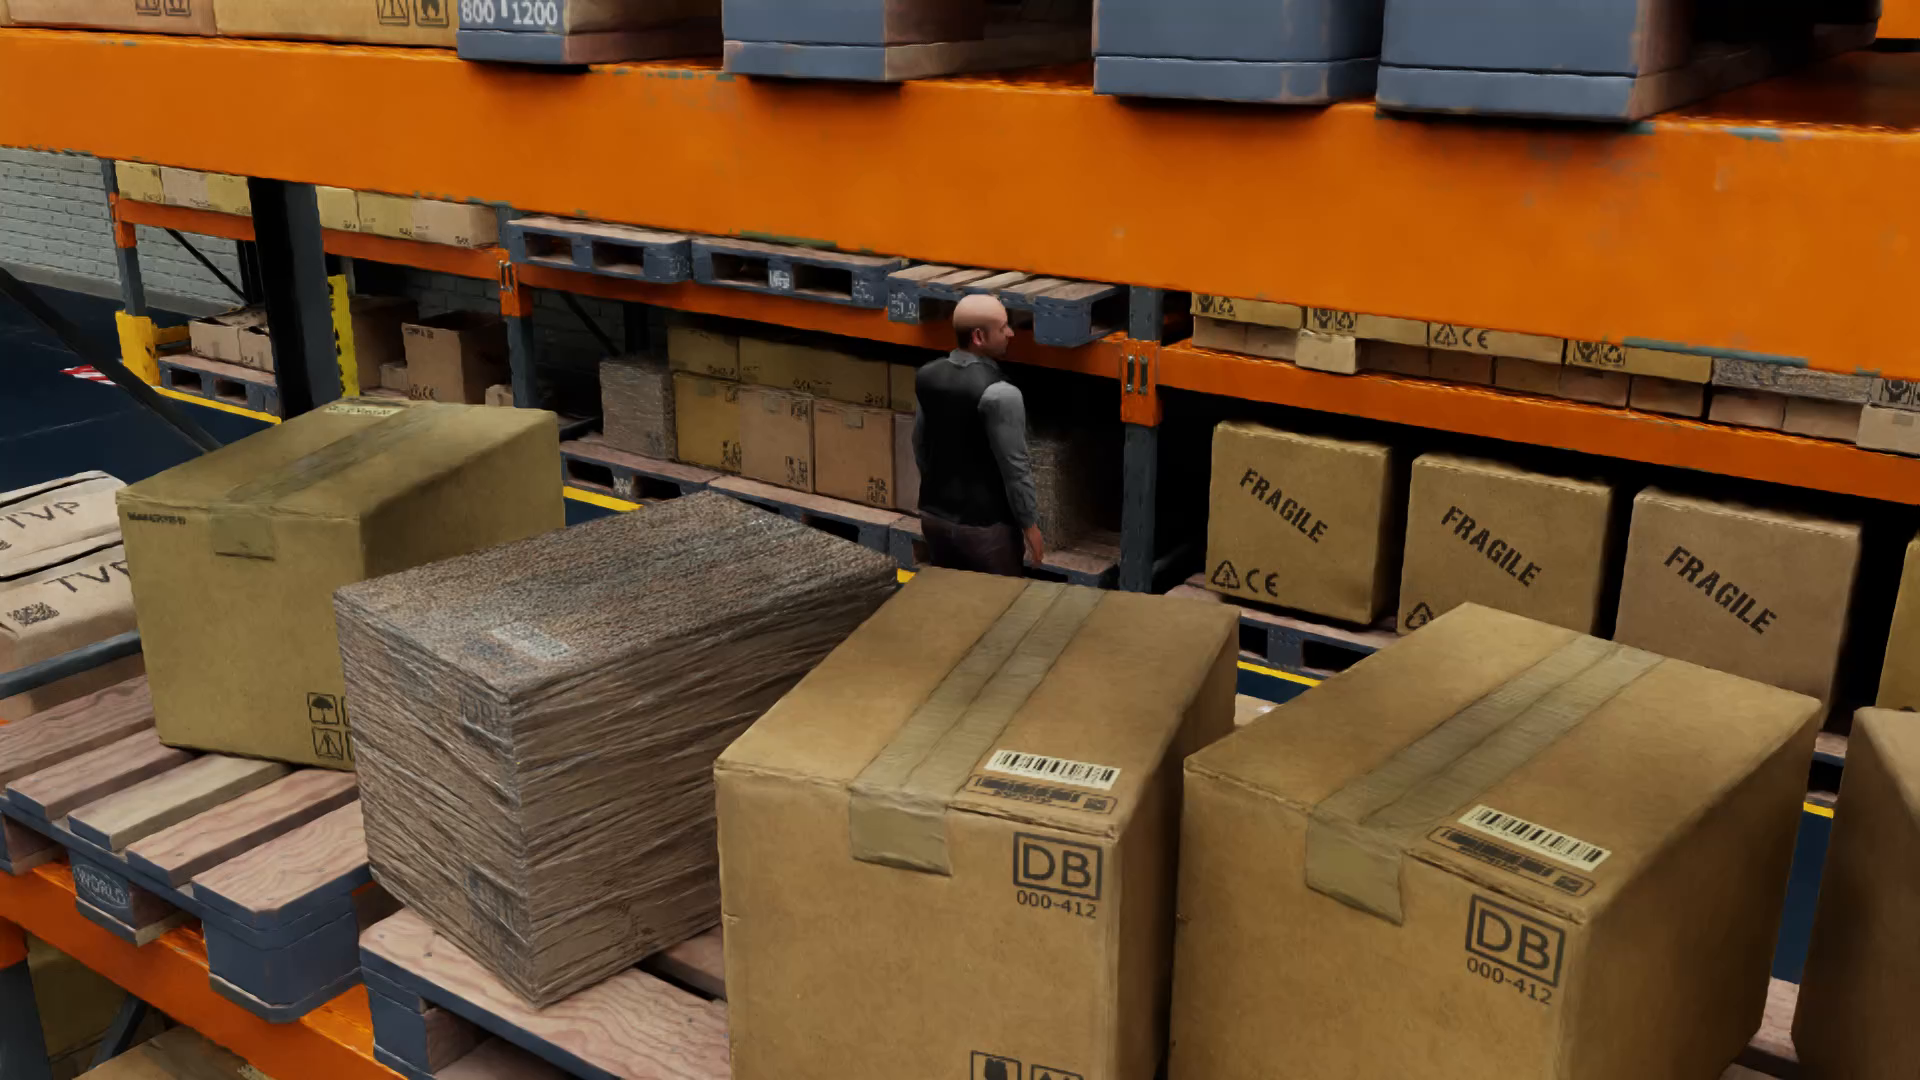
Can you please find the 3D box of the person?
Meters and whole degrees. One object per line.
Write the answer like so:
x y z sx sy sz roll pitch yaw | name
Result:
0.056 -0.001 6.246 0.357 1.473 0.588 -16 25 -38 | person
